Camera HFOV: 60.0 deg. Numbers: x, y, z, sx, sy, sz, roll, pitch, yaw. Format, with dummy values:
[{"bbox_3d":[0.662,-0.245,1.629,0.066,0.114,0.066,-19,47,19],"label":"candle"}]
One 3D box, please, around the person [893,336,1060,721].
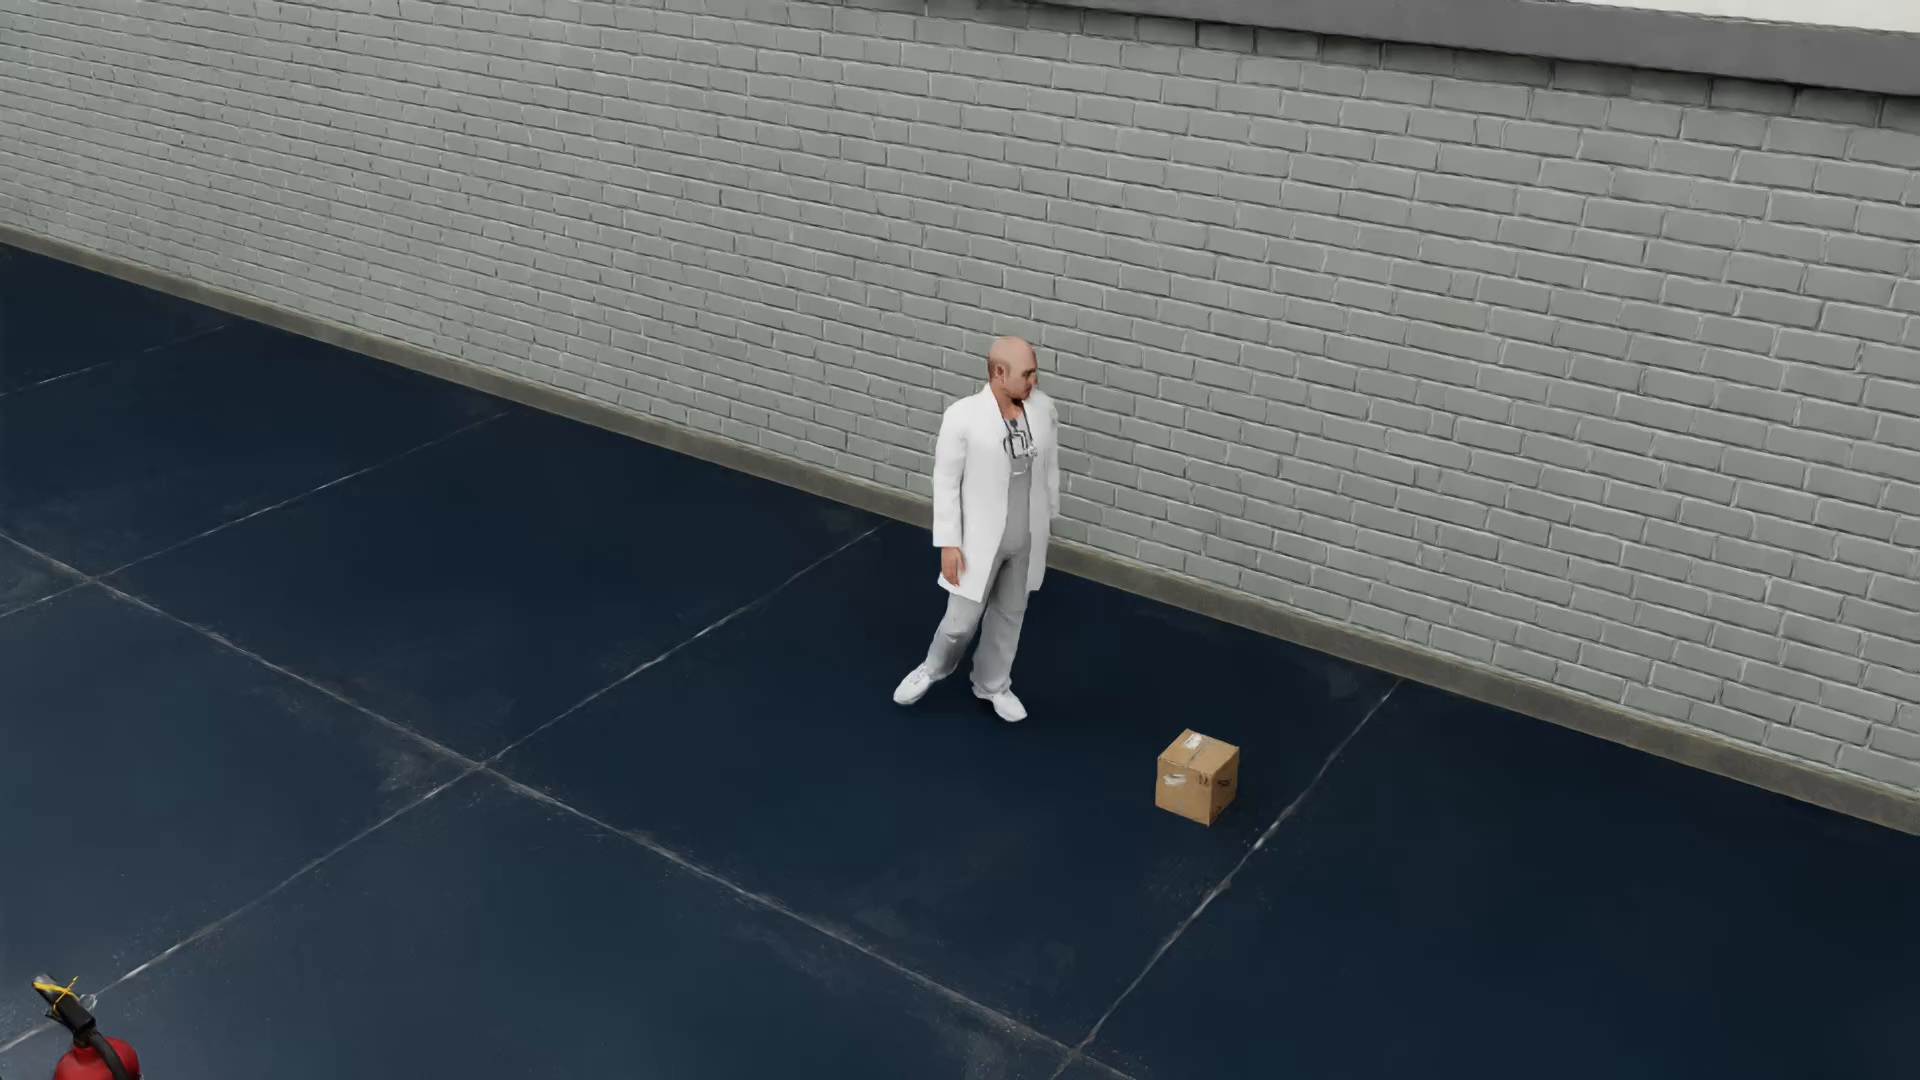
[{"bbox_3d":[0.099,-0.032,7.154,0.768,1.771,0.514,-12,29,-22],"label":"person"}]
